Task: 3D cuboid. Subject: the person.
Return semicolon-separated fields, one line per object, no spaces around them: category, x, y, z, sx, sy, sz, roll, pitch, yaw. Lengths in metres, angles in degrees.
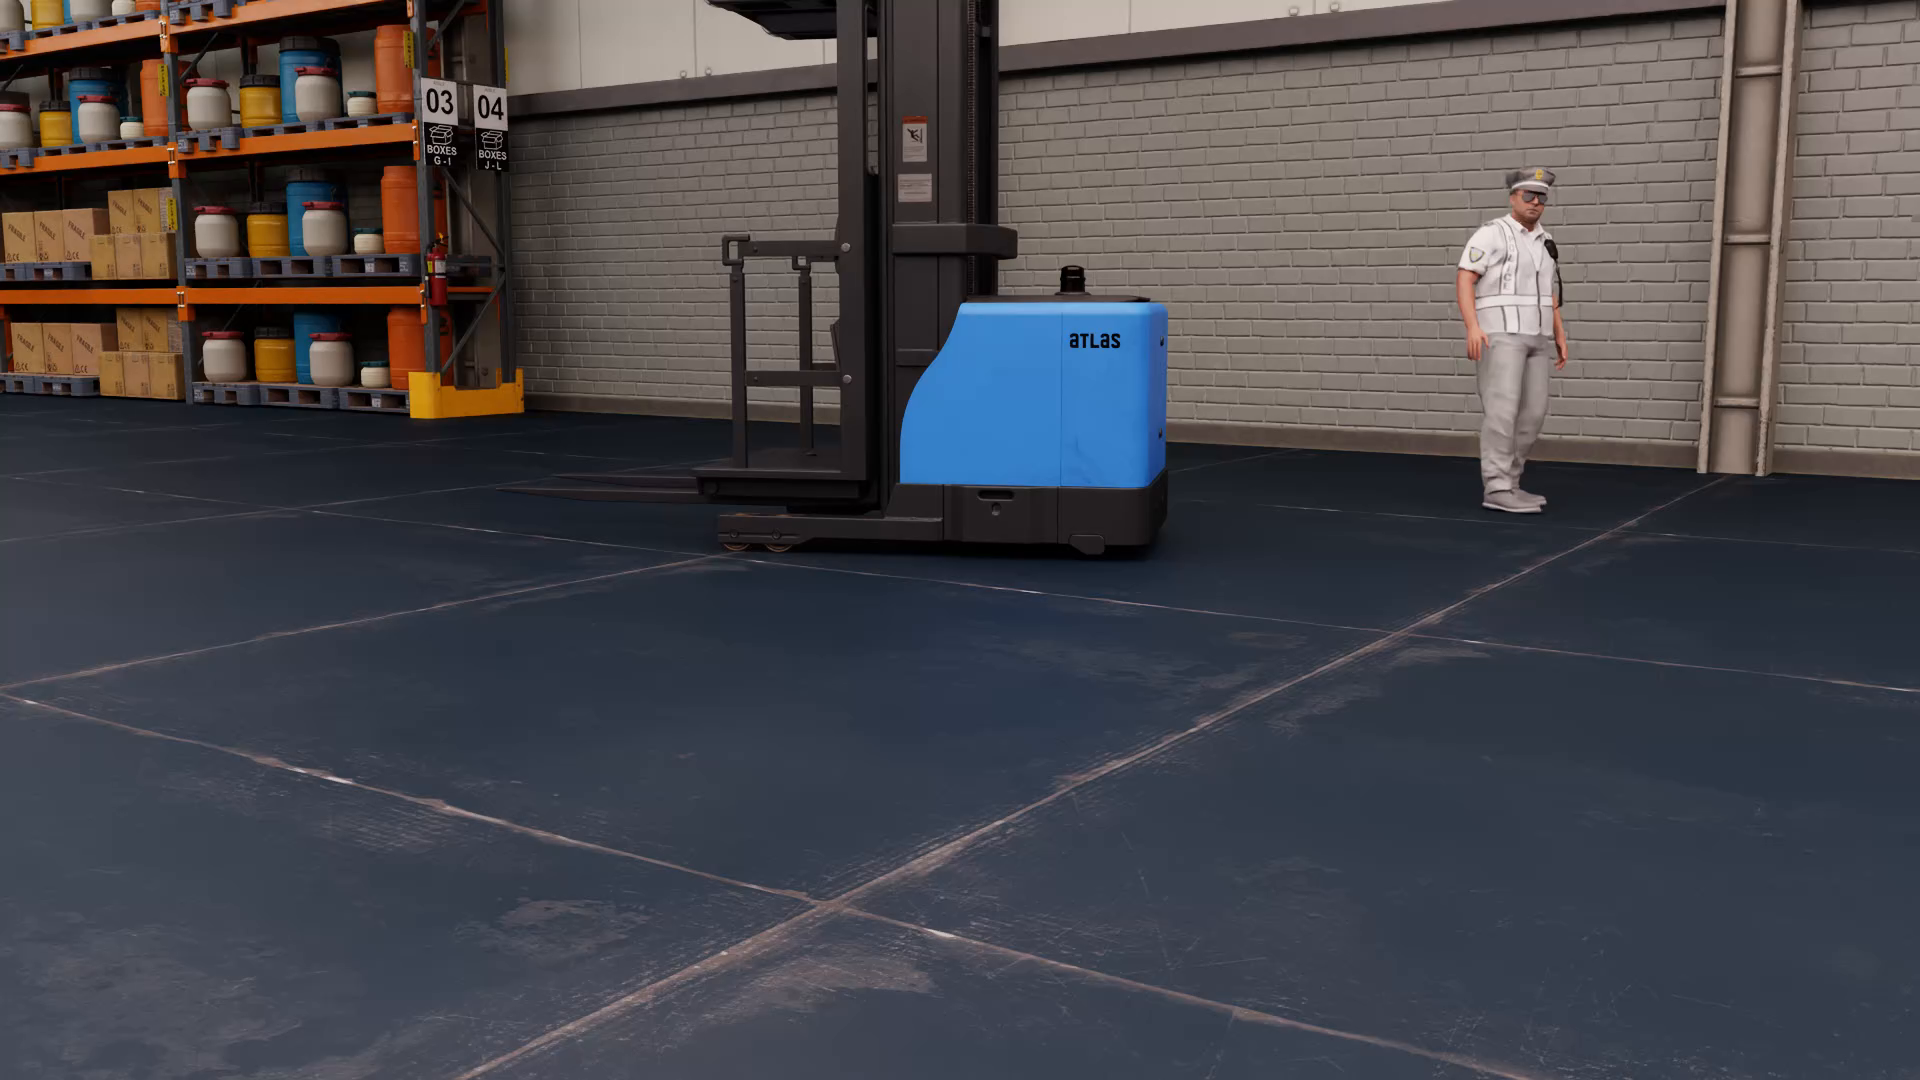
person;2.953;-1.046;8.689;0.711;1.764;0.545;-5;10;-33

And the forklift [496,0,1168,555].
forklift;-0.596;-1.469;7.520;3.031;2.935;1.130;2;8;12
